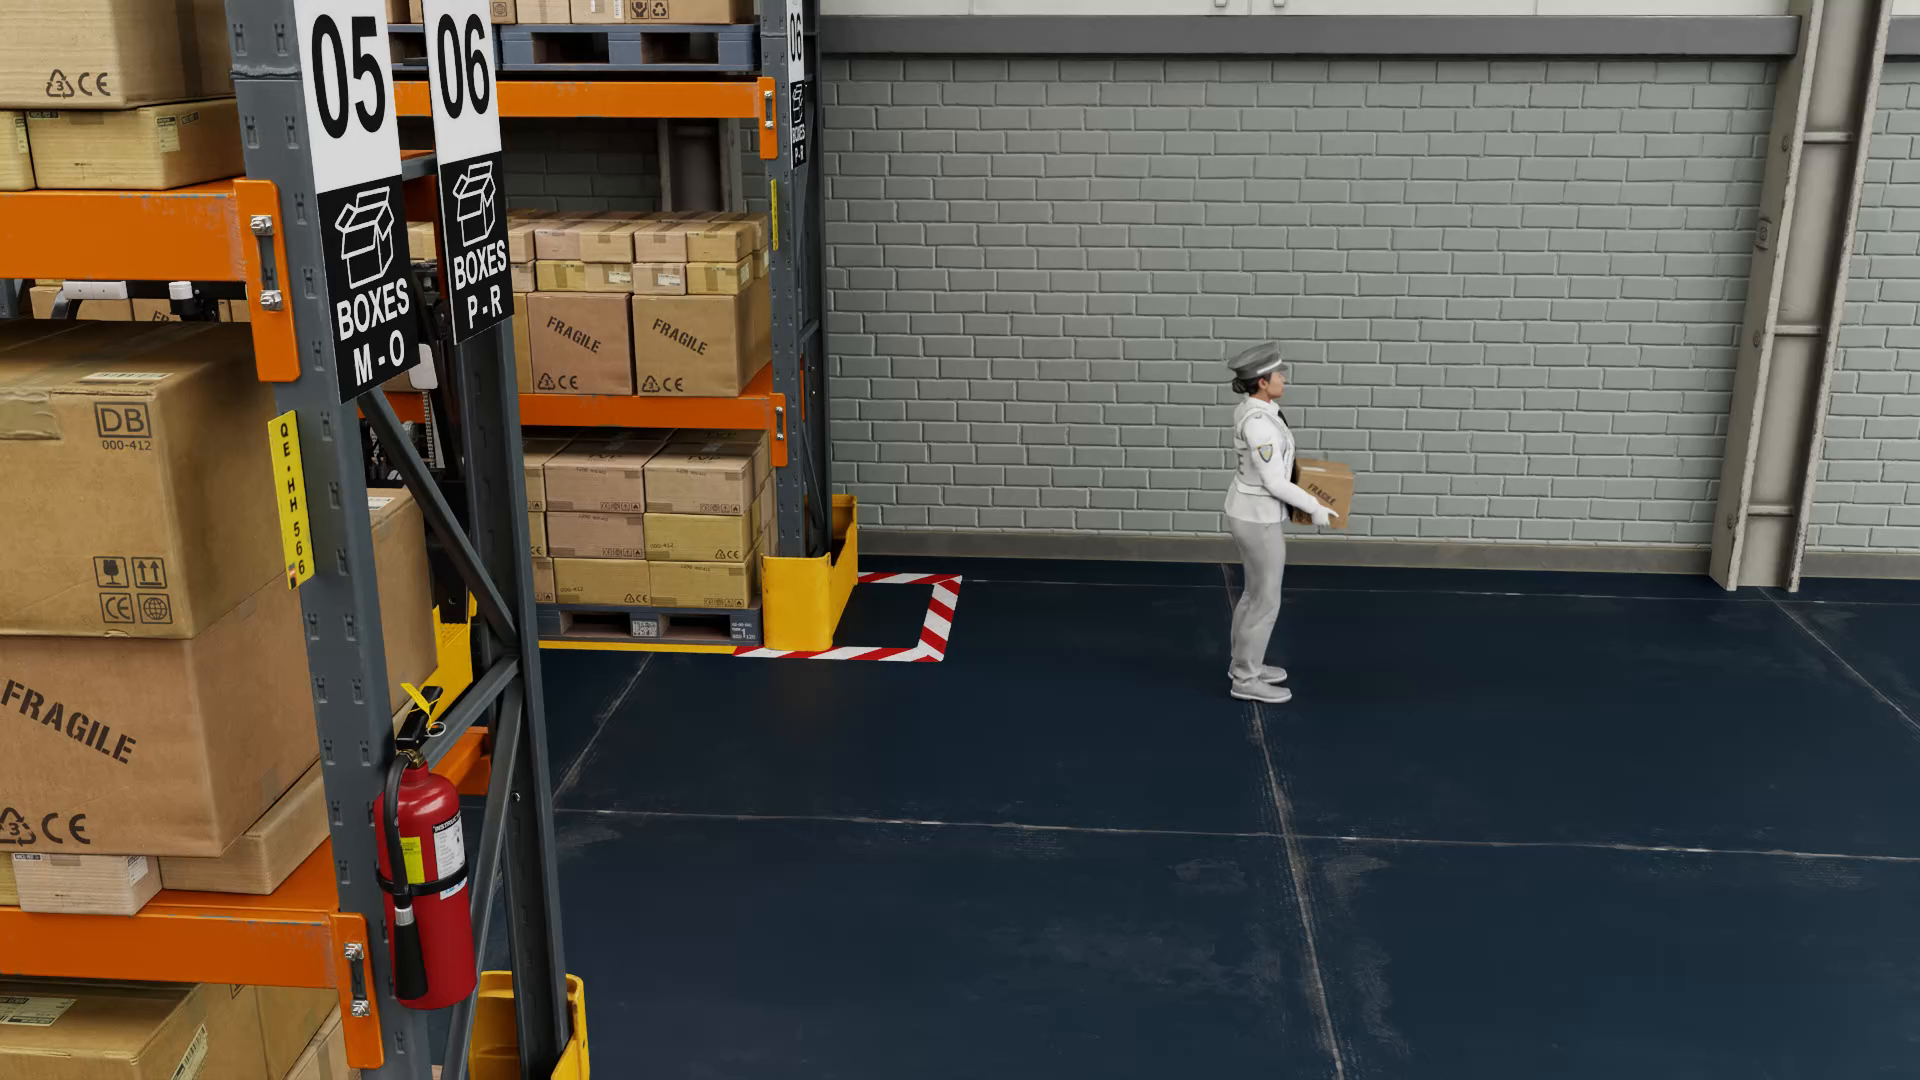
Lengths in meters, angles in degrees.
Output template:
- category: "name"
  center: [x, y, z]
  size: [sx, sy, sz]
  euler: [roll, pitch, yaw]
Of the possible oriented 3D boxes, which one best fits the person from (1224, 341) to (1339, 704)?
- category: "person"
  center: [1.481, -0.090, 7.781]
  size: [0.529, 1.692, 0.479]
  euler: [1, 18, 4]
